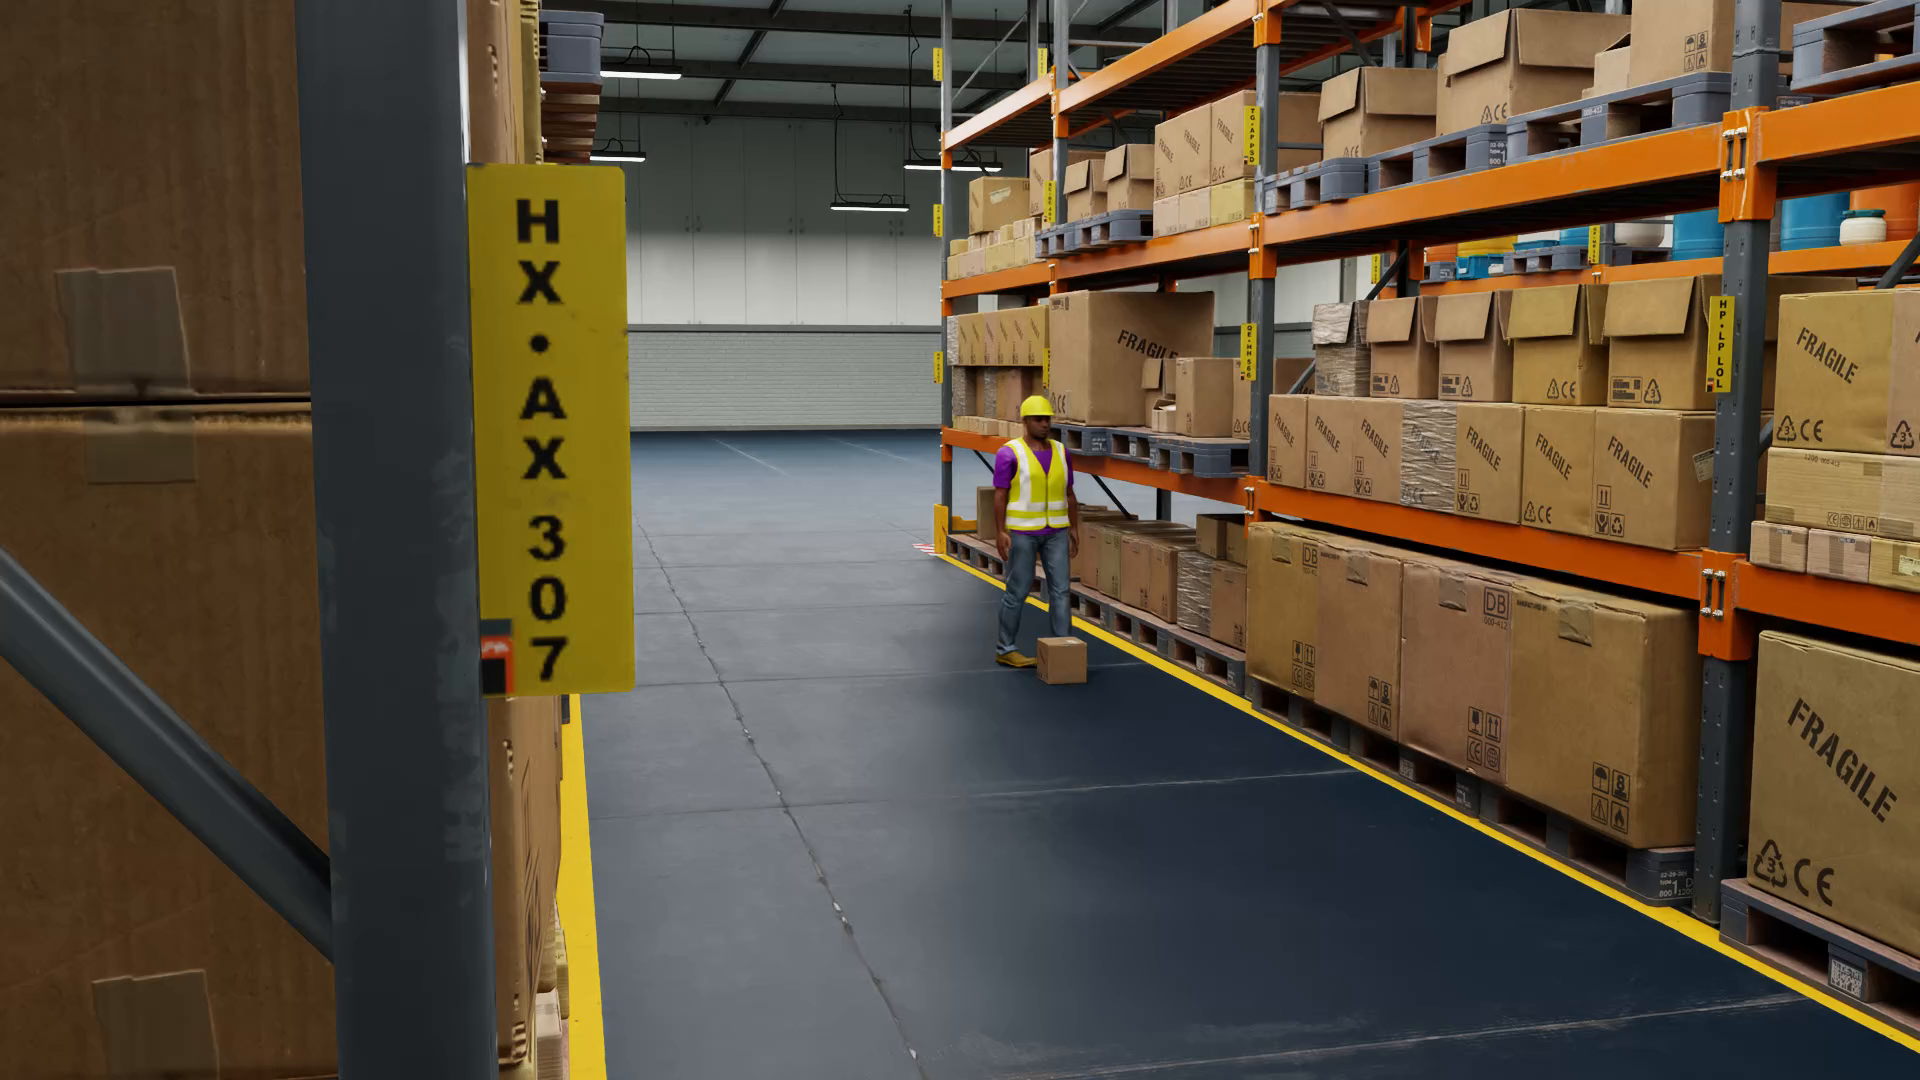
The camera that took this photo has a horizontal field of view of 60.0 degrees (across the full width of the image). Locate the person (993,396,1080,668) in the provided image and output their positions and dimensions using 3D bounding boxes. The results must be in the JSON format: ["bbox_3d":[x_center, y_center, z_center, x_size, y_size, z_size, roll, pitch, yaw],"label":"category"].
[{"bbox_3d":[0.536,-0.043,10.745,0.585,1.769,0.582,-2,7,-22],"label":"person"}]
